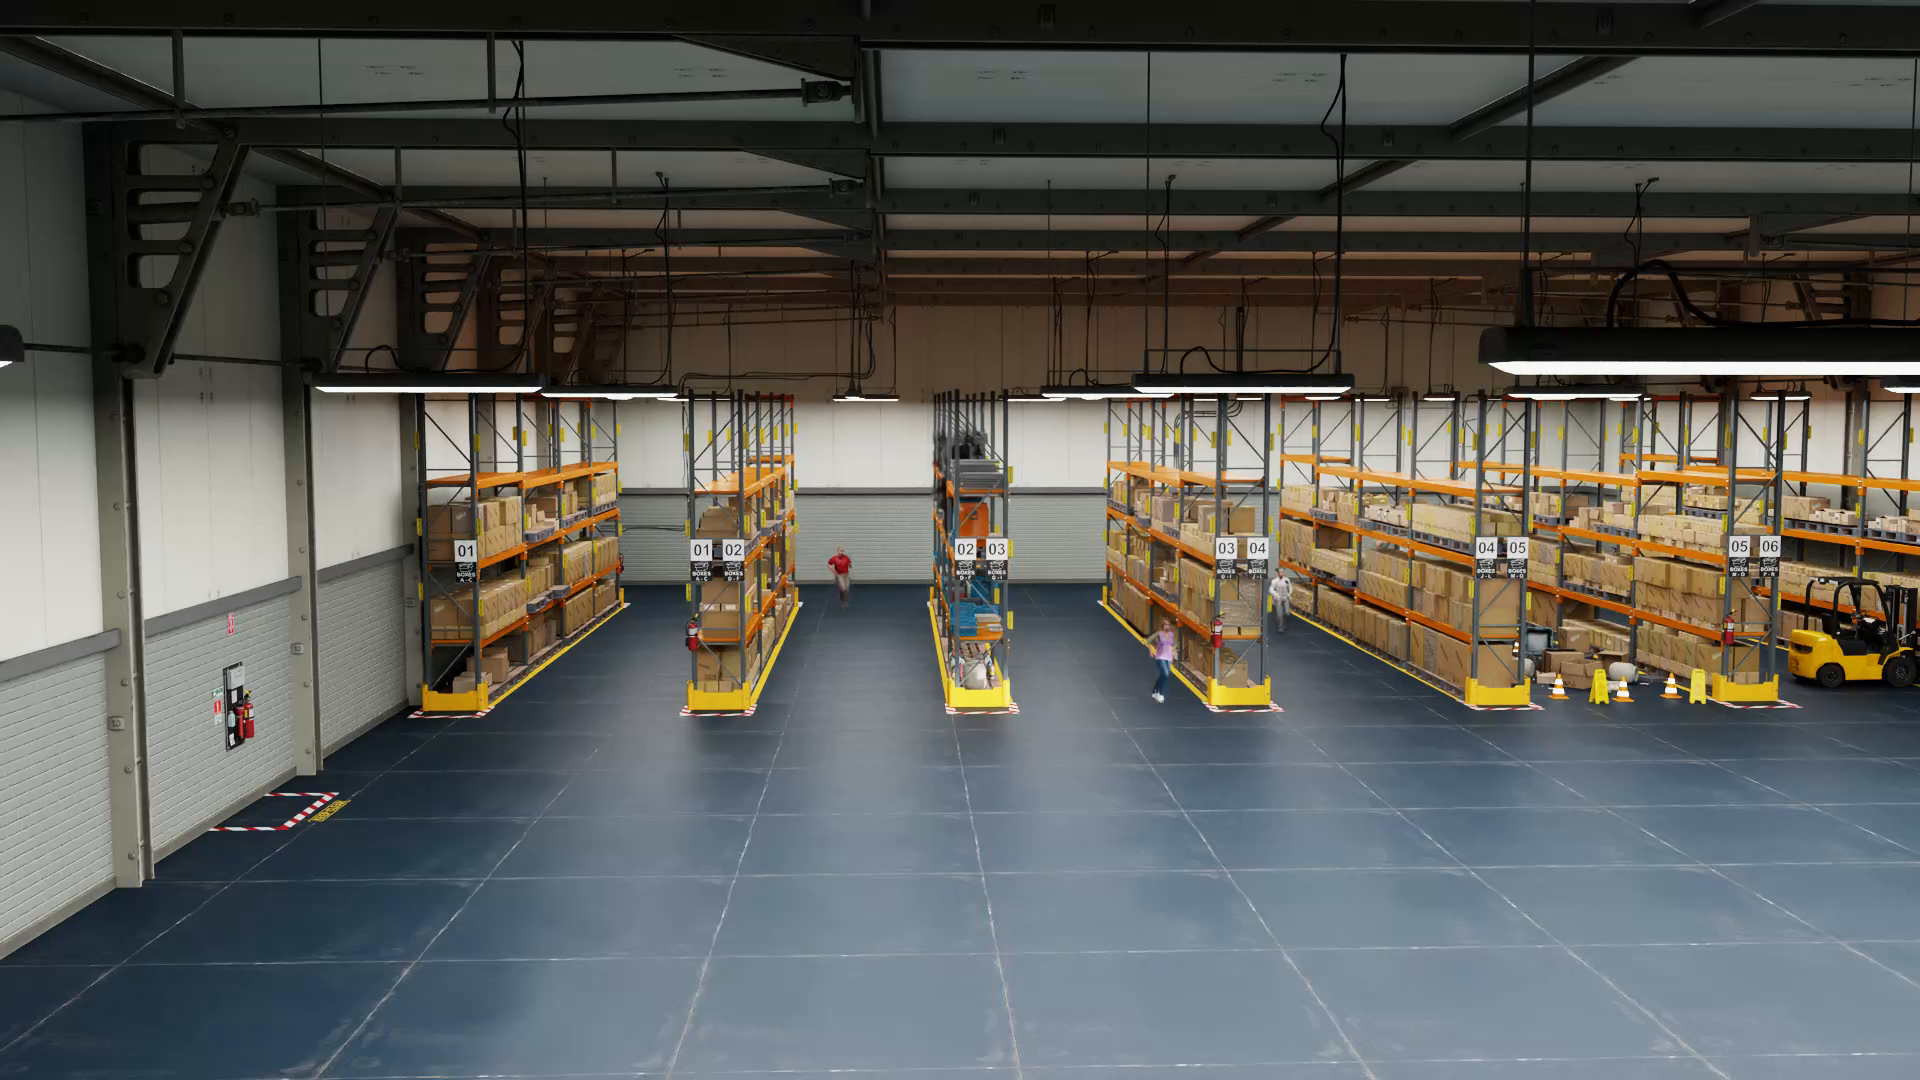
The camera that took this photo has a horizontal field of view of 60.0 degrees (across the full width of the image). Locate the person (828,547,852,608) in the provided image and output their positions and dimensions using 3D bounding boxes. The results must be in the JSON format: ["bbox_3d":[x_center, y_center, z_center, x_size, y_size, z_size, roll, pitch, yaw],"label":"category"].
[{"bbox_3d":[-3.321,1.081,46.753,0.660,1.763,0.717,-3,5,-31],"label":"person"}]

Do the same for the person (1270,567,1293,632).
[{"bbox_3d":[8.079,1.494,41.689,0.589,1.647,0.528,0,5,-1],"label":"person"}]

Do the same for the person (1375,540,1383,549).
[{"bbox_3d":[12.251,0.876,48.795,0.577,1.730,0.689,0,5,-4],"label":"person"}]

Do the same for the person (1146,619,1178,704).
[{"bbox_3d":[3.915,2.336,32.005,0.547,1.629,0.600,-3,5,-29],"label":"person"}]
